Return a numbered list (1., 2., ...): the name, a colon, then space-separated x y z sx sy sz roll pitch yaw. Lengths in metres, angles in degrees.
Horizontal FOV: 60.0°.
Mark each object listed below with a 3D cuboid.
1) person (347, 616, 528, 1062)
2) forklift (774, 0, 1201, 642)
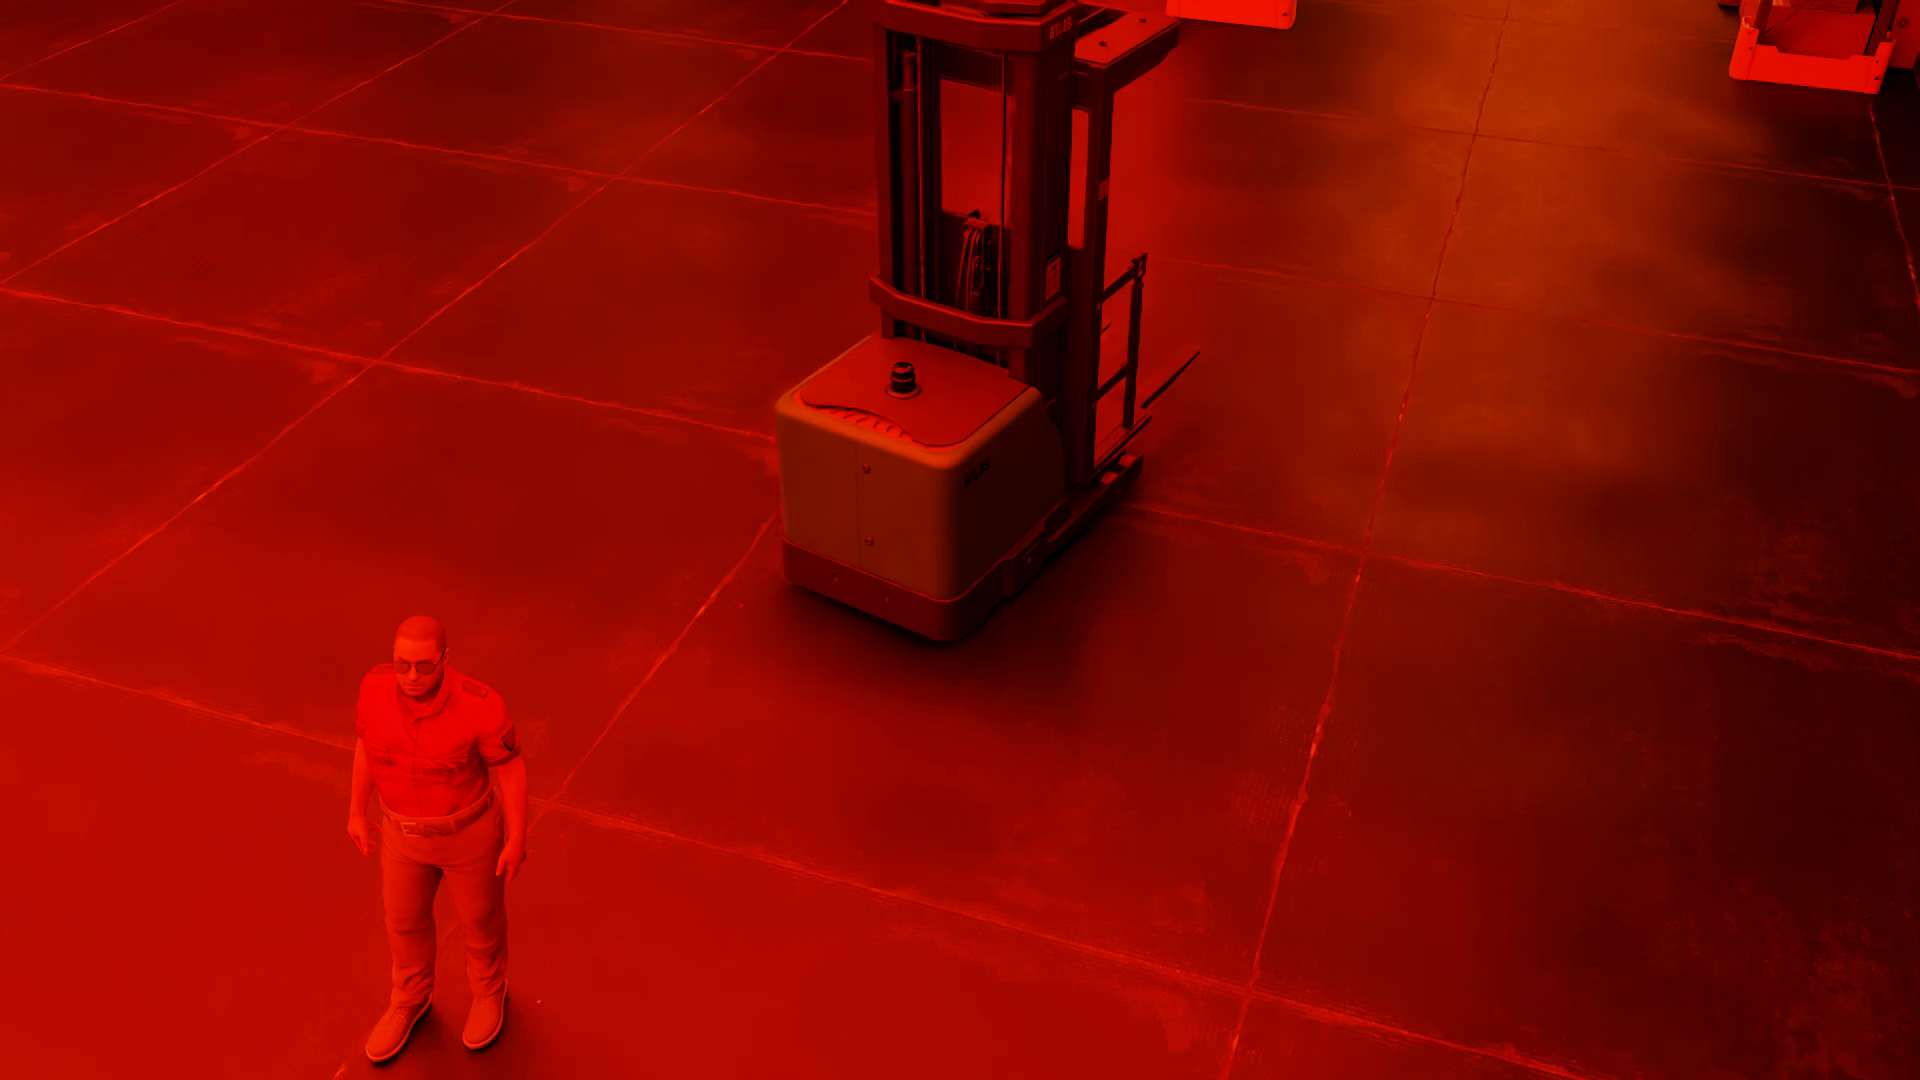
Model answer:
1. person: -1.800 1.047 5.660 0.641 1.727 0.550 5 36 7
2. forklift: 0.338 -1.533 8.274 1.130 2.935 3.031 20 40 26
